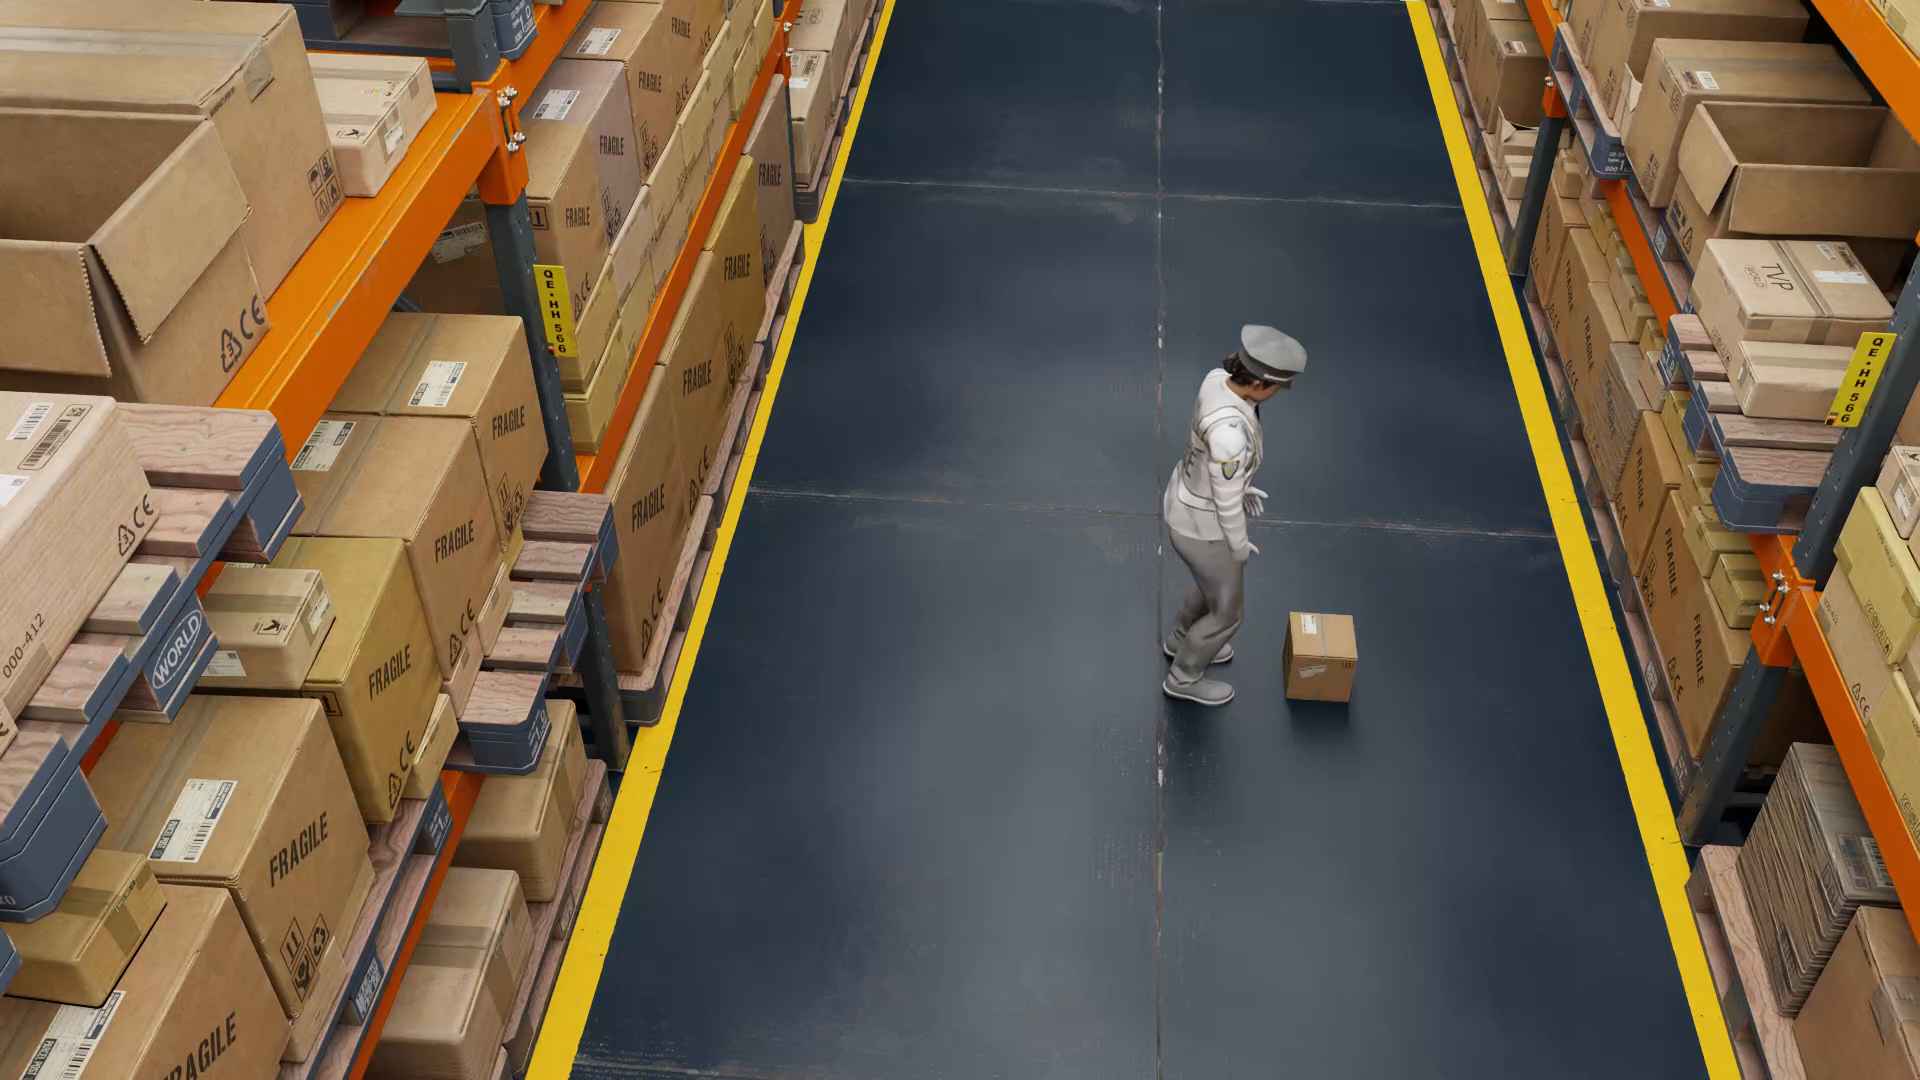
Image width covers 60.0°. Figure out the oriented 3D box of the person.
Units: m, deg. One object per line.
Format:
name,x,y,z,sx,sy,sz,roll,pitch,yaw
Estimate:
person,0.994,-0.090,6.302,0.442,1.626,0.500,4,40,5
